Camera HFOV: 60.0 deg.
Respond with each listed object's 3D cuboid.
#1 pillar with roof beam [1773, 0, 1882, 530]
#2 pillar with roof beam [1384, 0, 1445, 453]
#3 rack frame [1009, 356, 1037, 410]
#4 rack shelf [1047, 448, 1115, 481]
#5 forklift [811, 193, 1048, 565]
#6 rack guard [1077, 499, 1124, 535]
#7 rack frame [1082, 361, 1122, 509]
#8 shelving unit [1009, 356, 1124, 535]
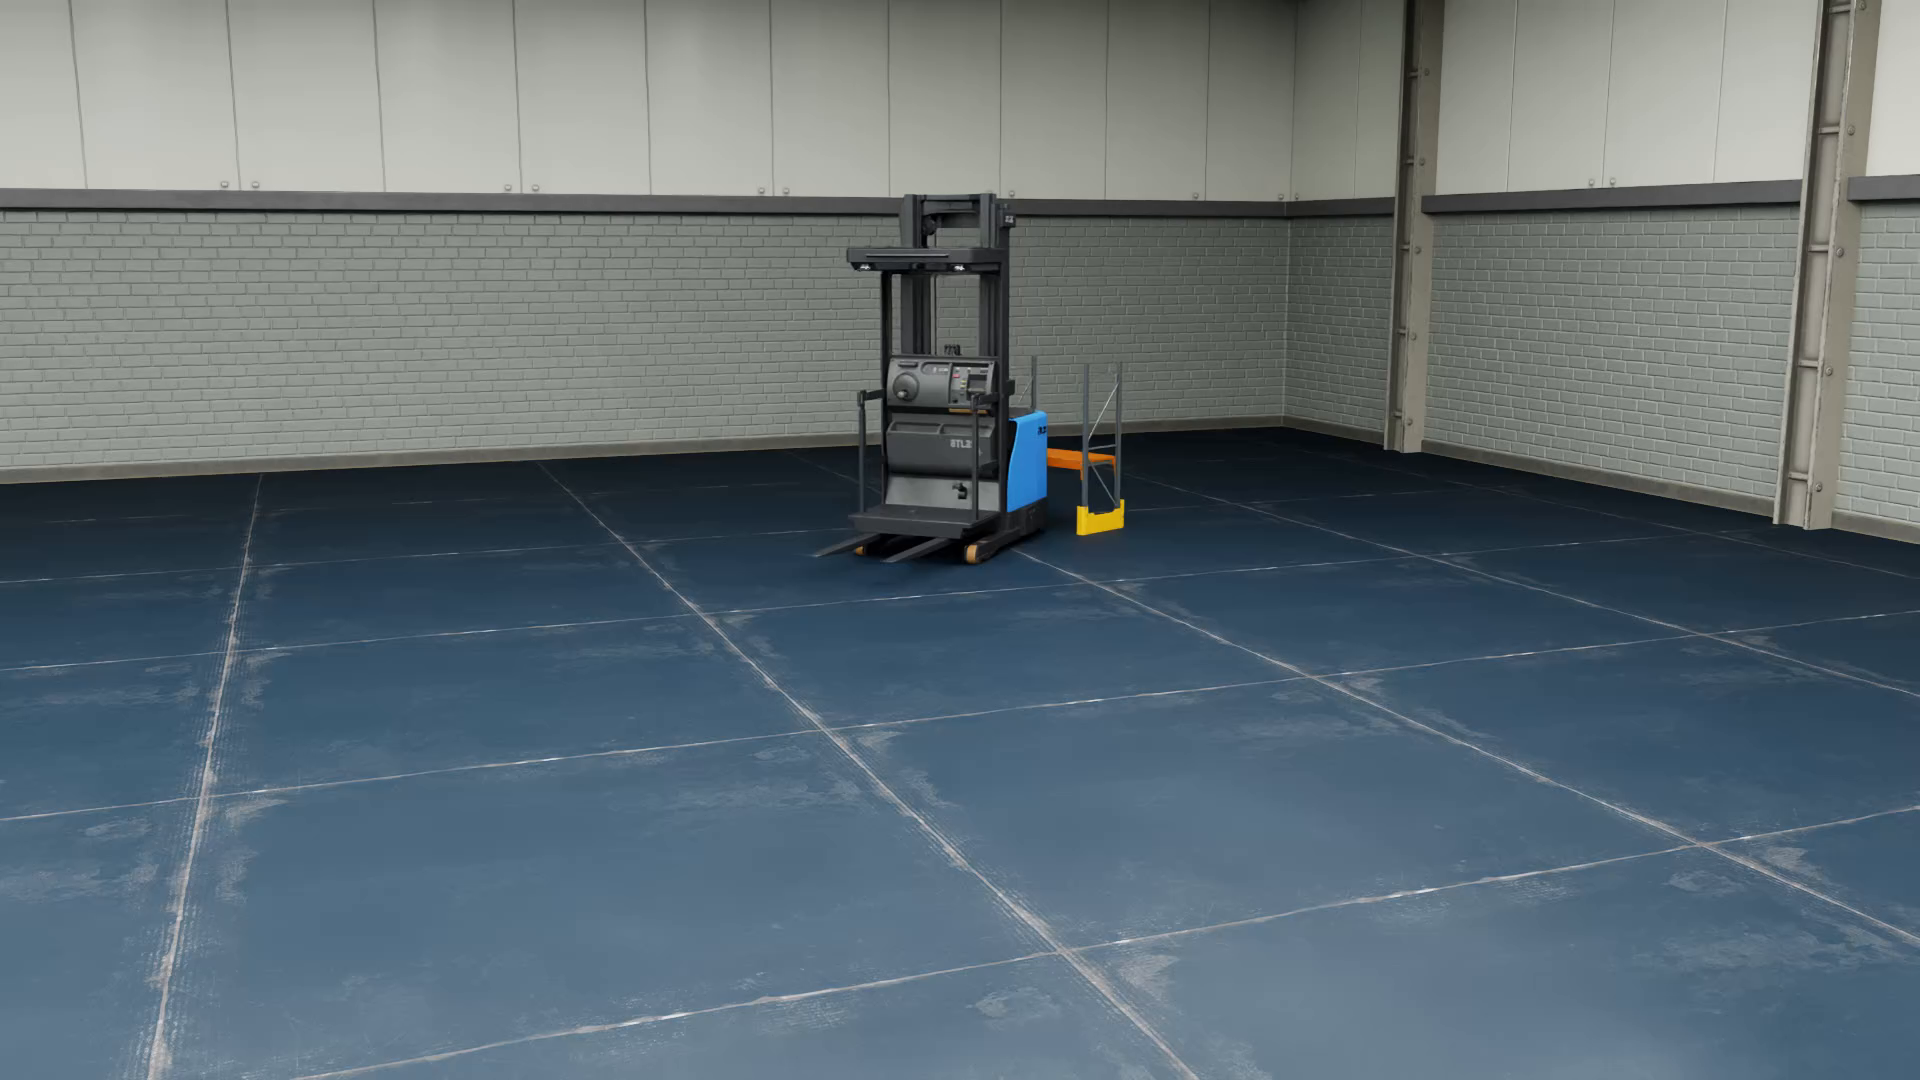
[{"bbox_3d":[3.672,-4.290,12.843,9.100,9.000,0.400,-4,11,-21],"label":"pillar with roof beam"},{"bbox_3d":[1.498,-5.269,18.349,9.100,9.000,0.400,-4,11,-21],"label":"pillar with roof beam"},{"bbox_3d":[0.531,-0.945,15.451,0.032,1.500,0.500,10,14,43],"label":"rack frame"},{"bbox_3d":[0.895,-0.706,15.134,1.000,0.185,0.538,10,14,43],"label":"rack shelf"},{"bbox_3d":[-0.238,-1.327,13.514,1.130,2.935,3.031,4,11,22],"label":"forklift"},{"bbox_3d":[1.259,-0.206,14.864,0.087,0.250,0.587,10,14,43],"label":"rack guard"},{"bbox_3d":[1.260,-0.821,14.754,0.032,1.500,0.500,10,14,43],"label":"rack frame"},{"bbox_3d":[0.902,-0.882,15.096,1.083,1.500,0.587,10,14,43],"label":"shelving unit"}]
